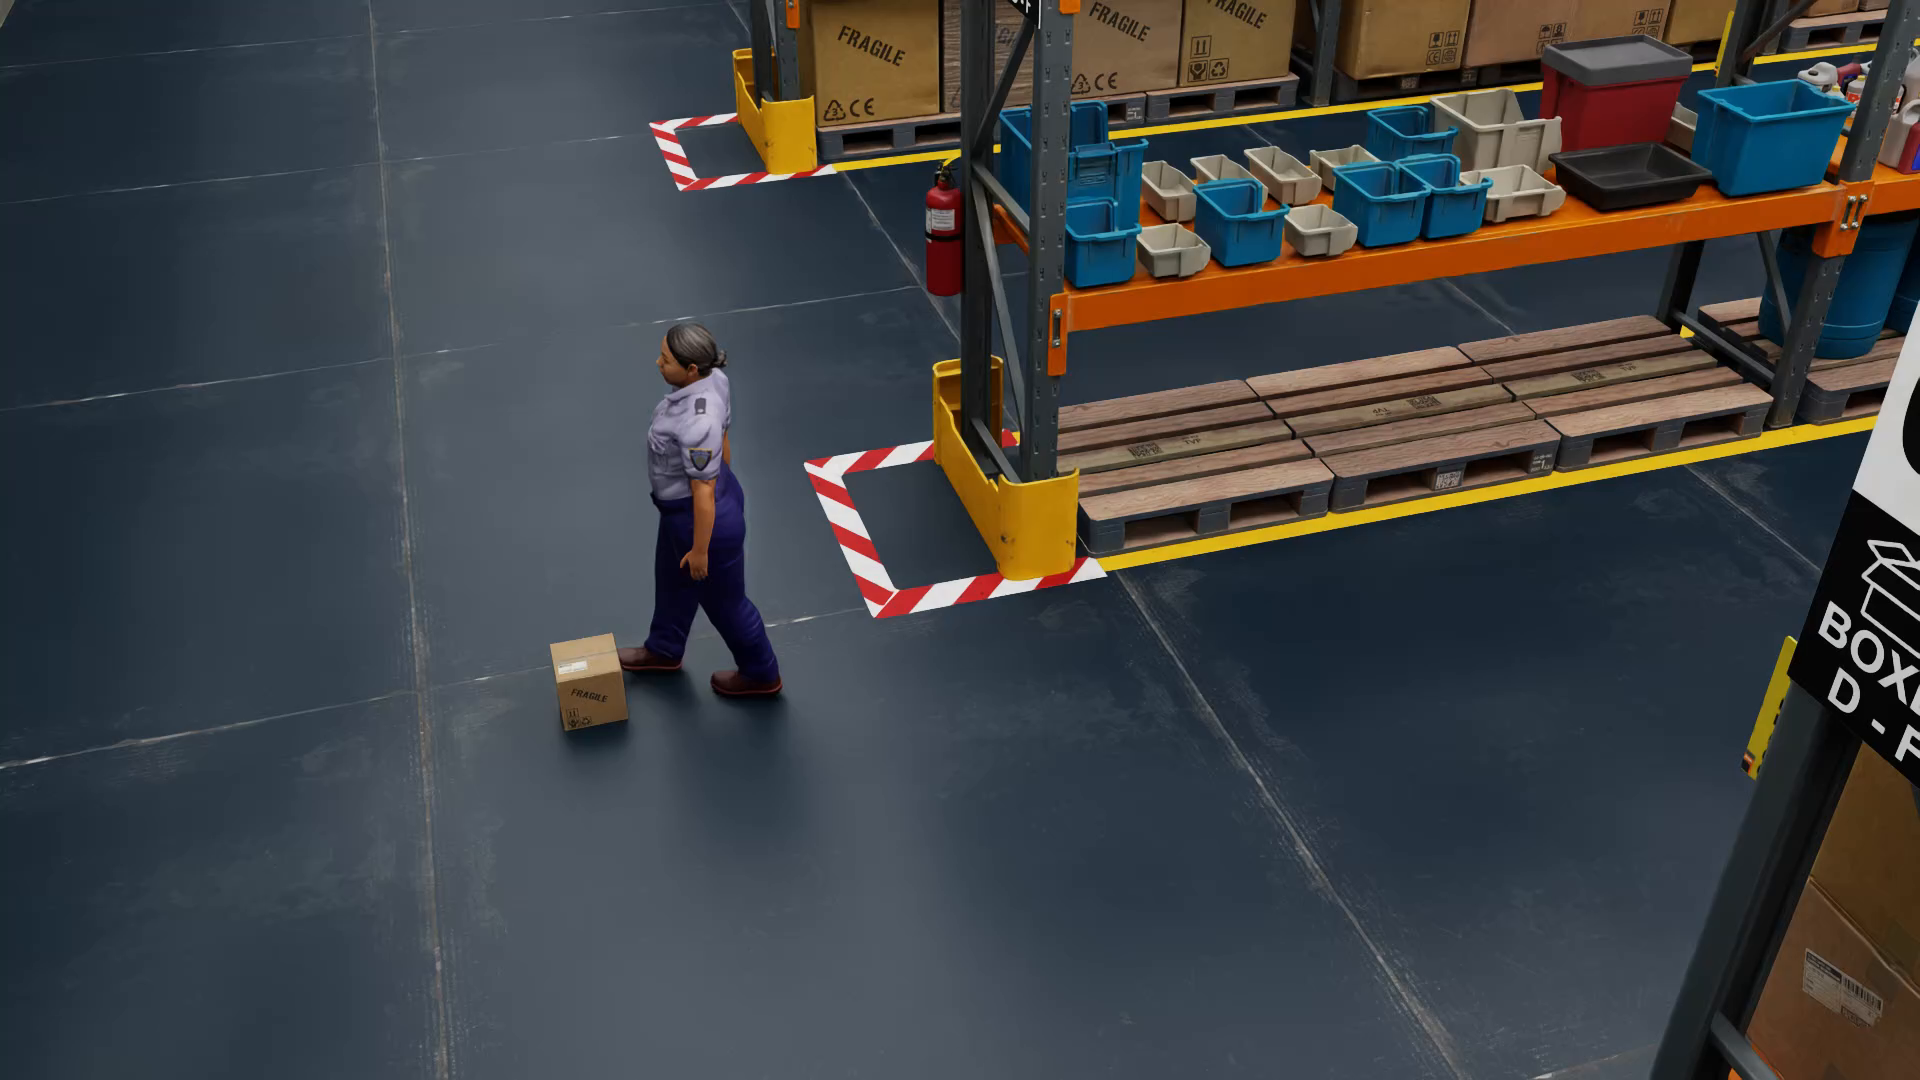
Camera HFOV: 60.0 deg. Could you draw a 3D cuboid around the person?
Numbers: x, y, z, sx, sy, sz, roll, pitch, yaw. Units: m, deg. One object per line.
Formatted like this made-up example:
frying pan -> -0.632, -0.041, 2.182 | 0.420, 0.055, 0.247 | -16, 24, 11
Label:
person -> -1.076, -0.079, 6.282 | 0.703, 1.616, 0.492 | -3, 34, -4
